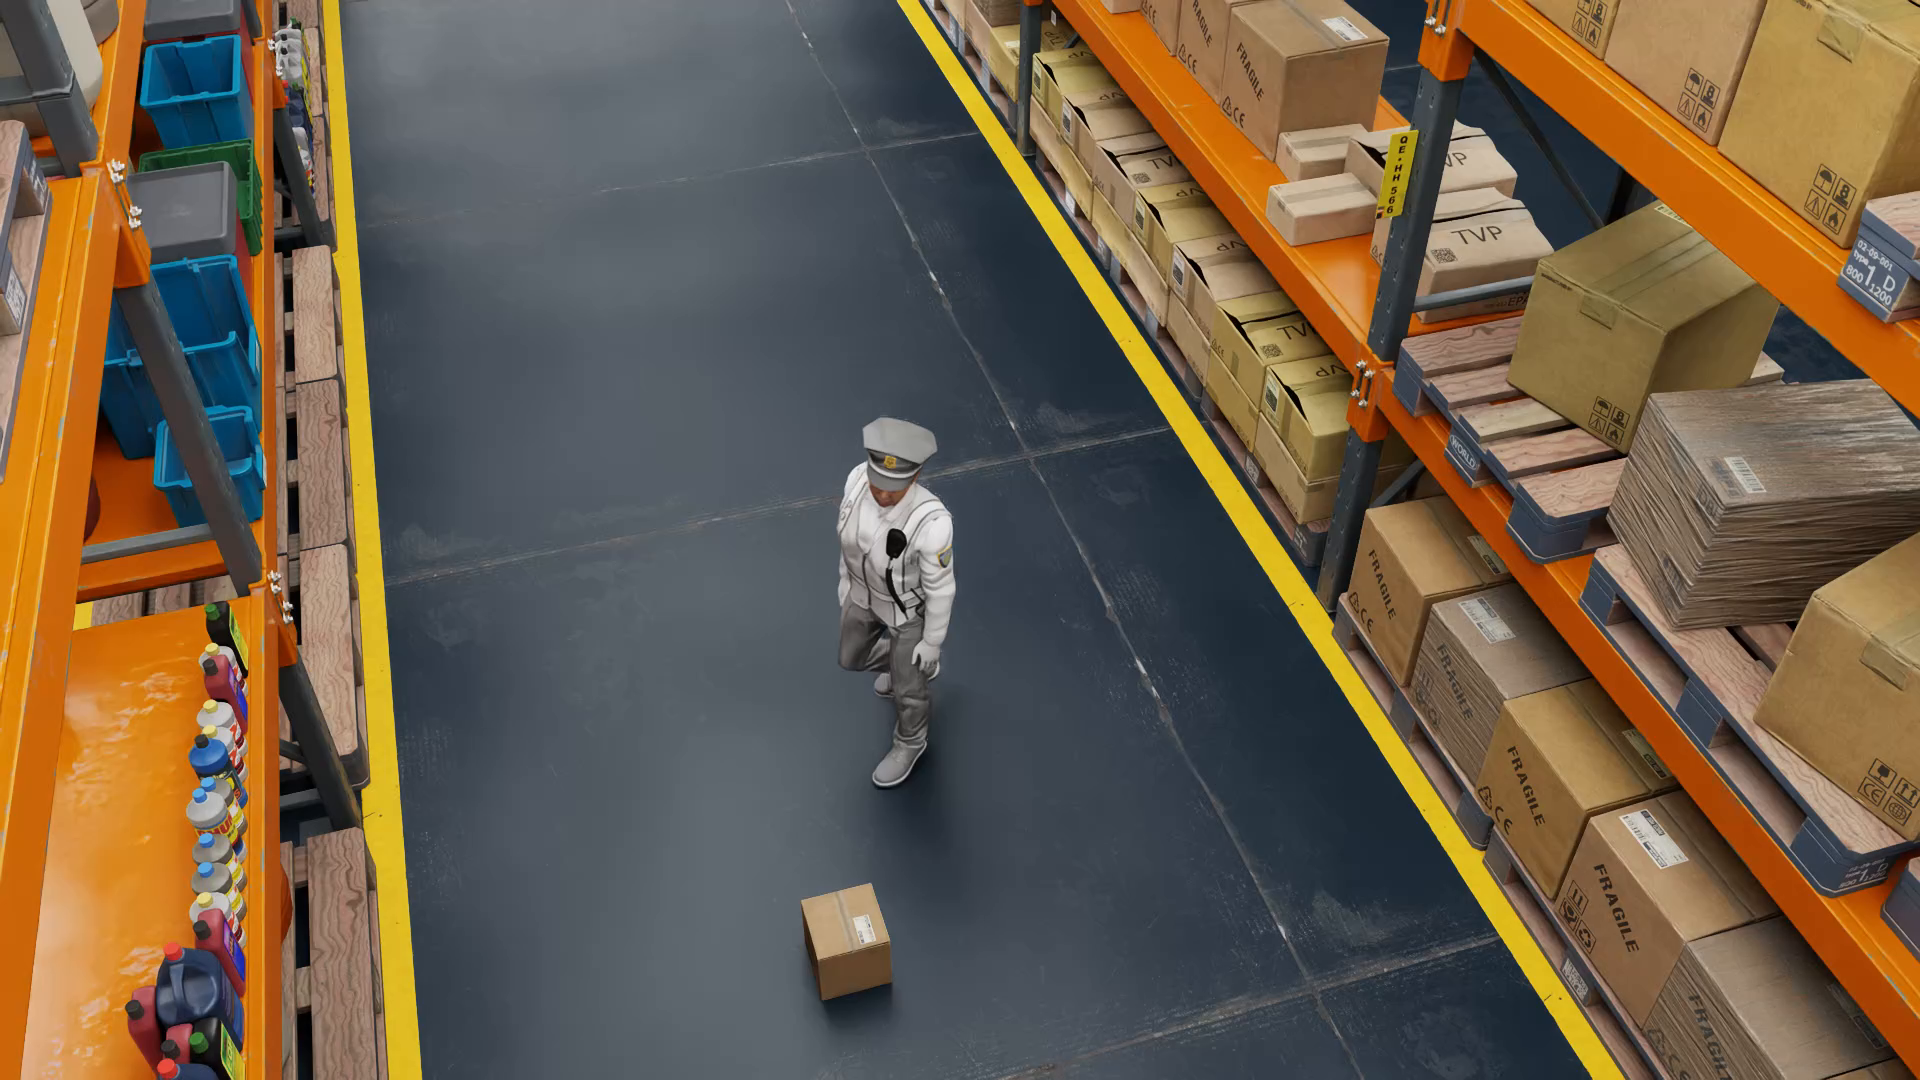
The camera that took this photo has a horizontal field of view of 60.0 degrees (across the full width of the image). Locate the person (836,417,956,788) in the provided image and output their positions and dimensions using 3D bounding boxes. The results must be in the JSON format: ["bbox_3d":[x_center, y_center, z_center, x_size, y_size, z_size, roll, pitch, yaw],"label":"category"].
[{"bbox_3d":[-0.185,0.185,5.938,0.541,1.667,0.514,31,51,29],"label":"person"}]
